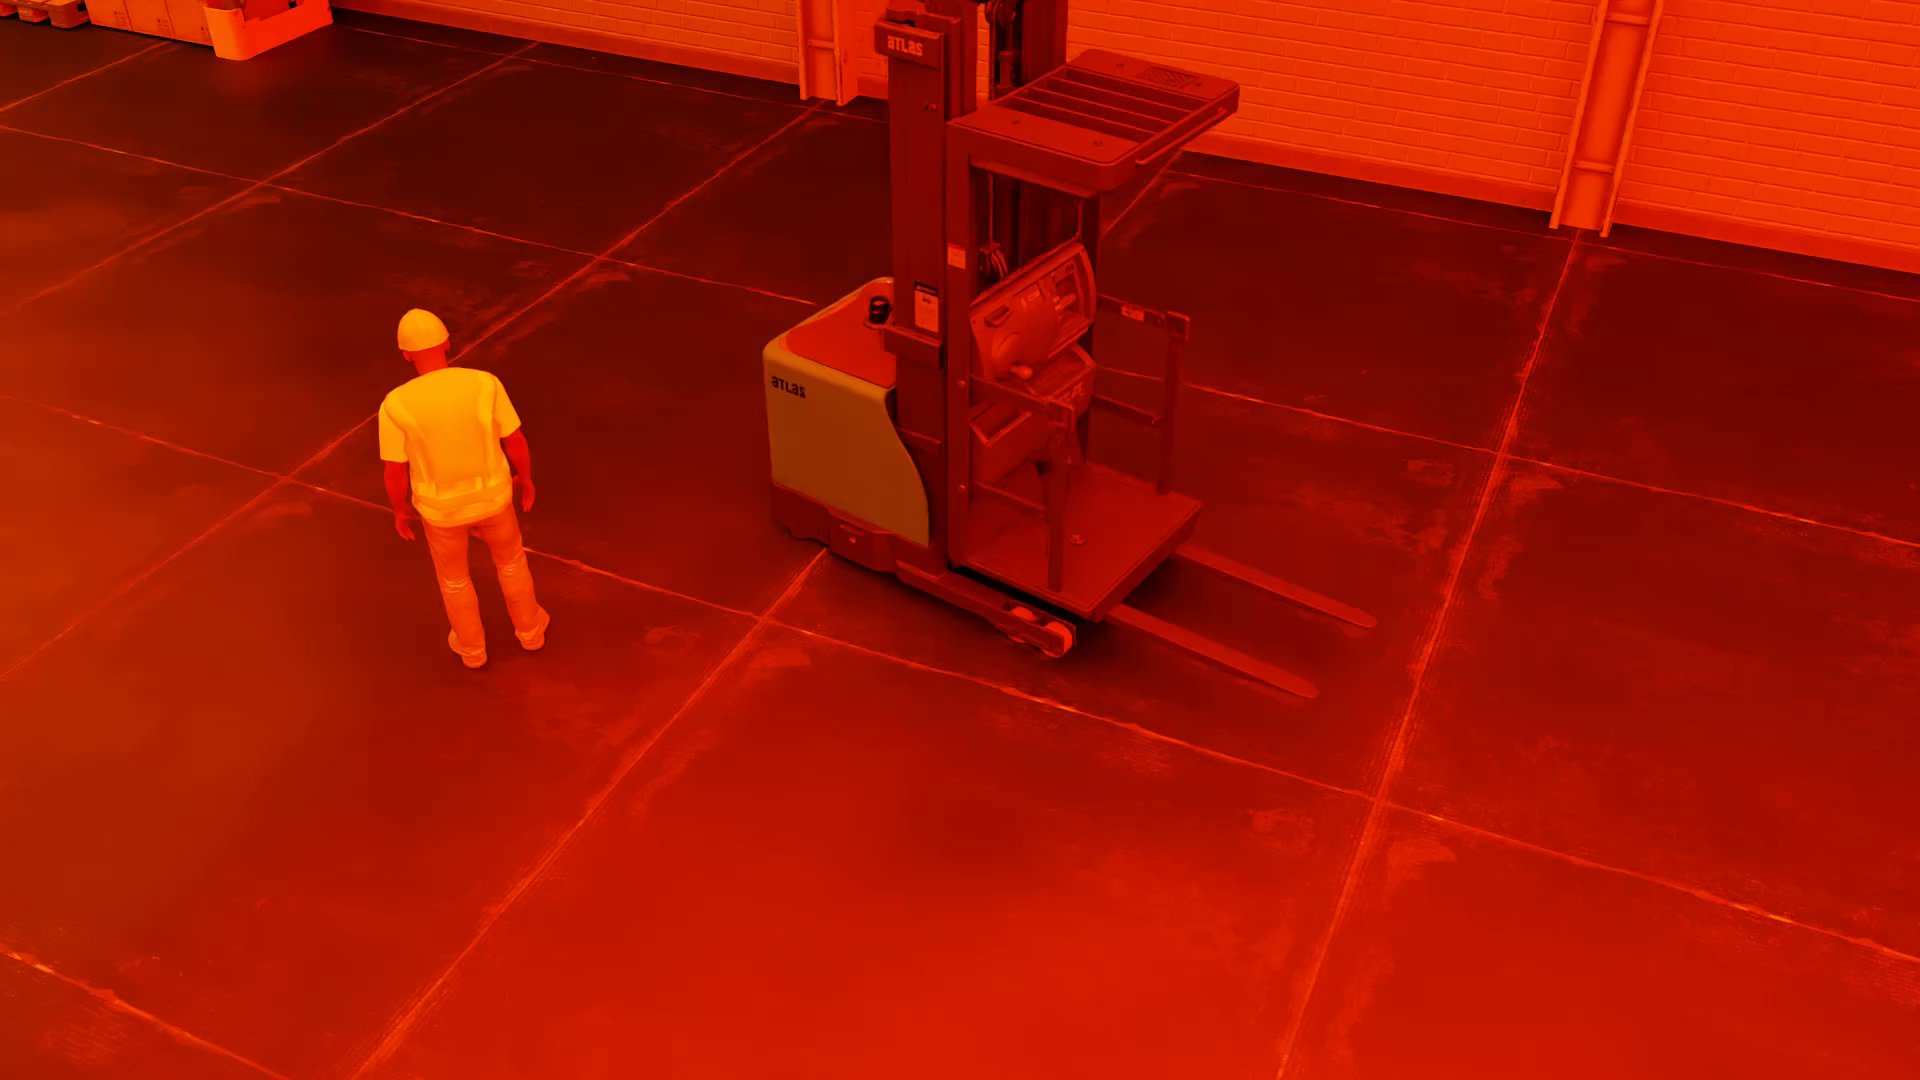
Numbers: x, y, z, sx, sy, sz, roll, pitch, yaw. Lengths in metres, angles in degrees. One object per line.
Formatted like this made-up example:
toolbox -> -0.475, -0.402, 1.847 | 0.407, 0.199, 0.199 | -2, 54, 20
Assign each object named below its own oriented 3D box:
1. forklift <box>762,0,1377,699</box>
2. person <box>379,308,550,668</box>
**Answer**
forklift -> 0.510, -0.992, 7.477 | 3.031, 2.935, 1.130 | 23, 41, 28
person -> -2.211, -0.209, 7.392 | 0.627, 1.759, 0.463 | -15, 38, -20
